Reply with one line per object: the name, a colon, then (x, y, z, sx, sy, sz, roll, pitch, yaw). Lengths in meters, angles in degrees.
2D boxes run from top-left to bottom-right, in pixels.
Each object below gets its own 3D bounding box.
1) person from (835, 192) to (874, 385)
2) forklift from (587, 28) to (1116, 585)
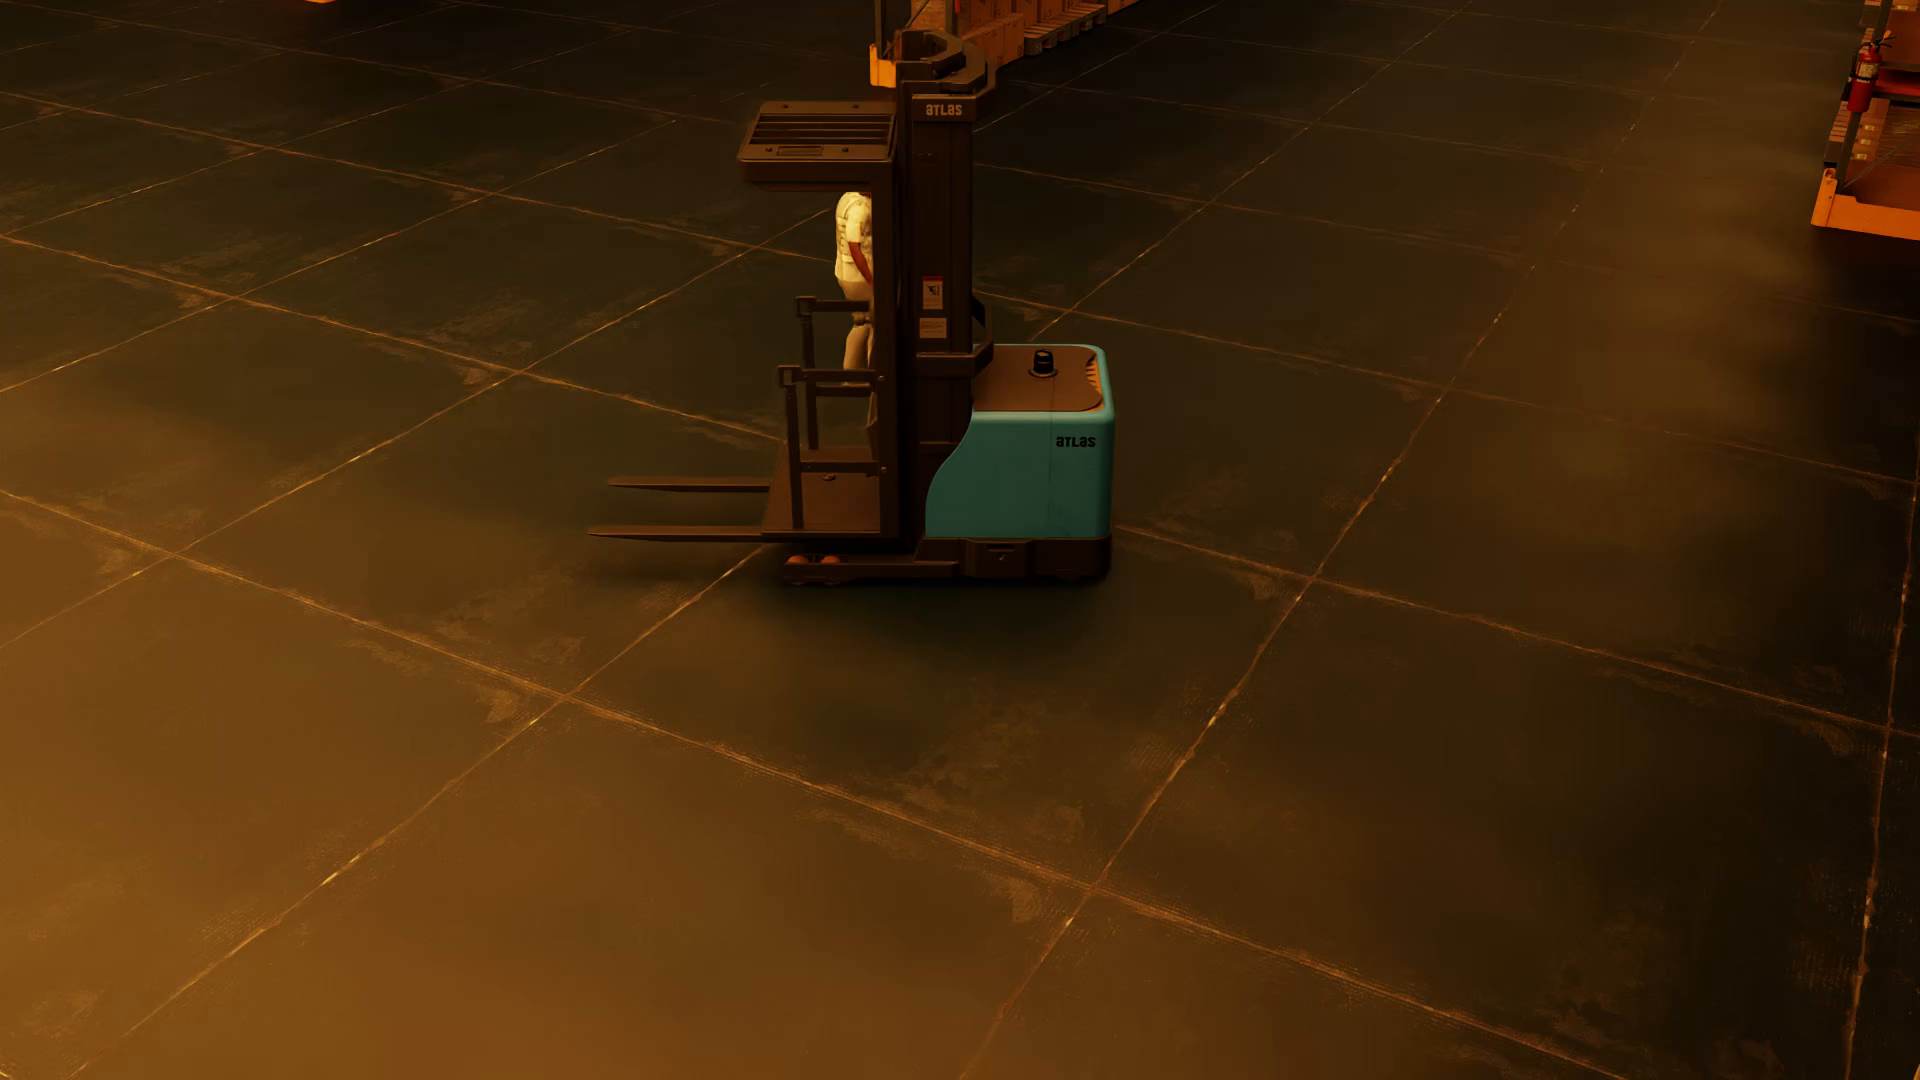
person: (-0.623, -1.814, 11.495, 0.471, 1.654, 0.651, -9, 31, -15)
forklift: (-0.644, -1.273, 9.277, 3.031, 2.935, 1.130, 0, 30, 1)
